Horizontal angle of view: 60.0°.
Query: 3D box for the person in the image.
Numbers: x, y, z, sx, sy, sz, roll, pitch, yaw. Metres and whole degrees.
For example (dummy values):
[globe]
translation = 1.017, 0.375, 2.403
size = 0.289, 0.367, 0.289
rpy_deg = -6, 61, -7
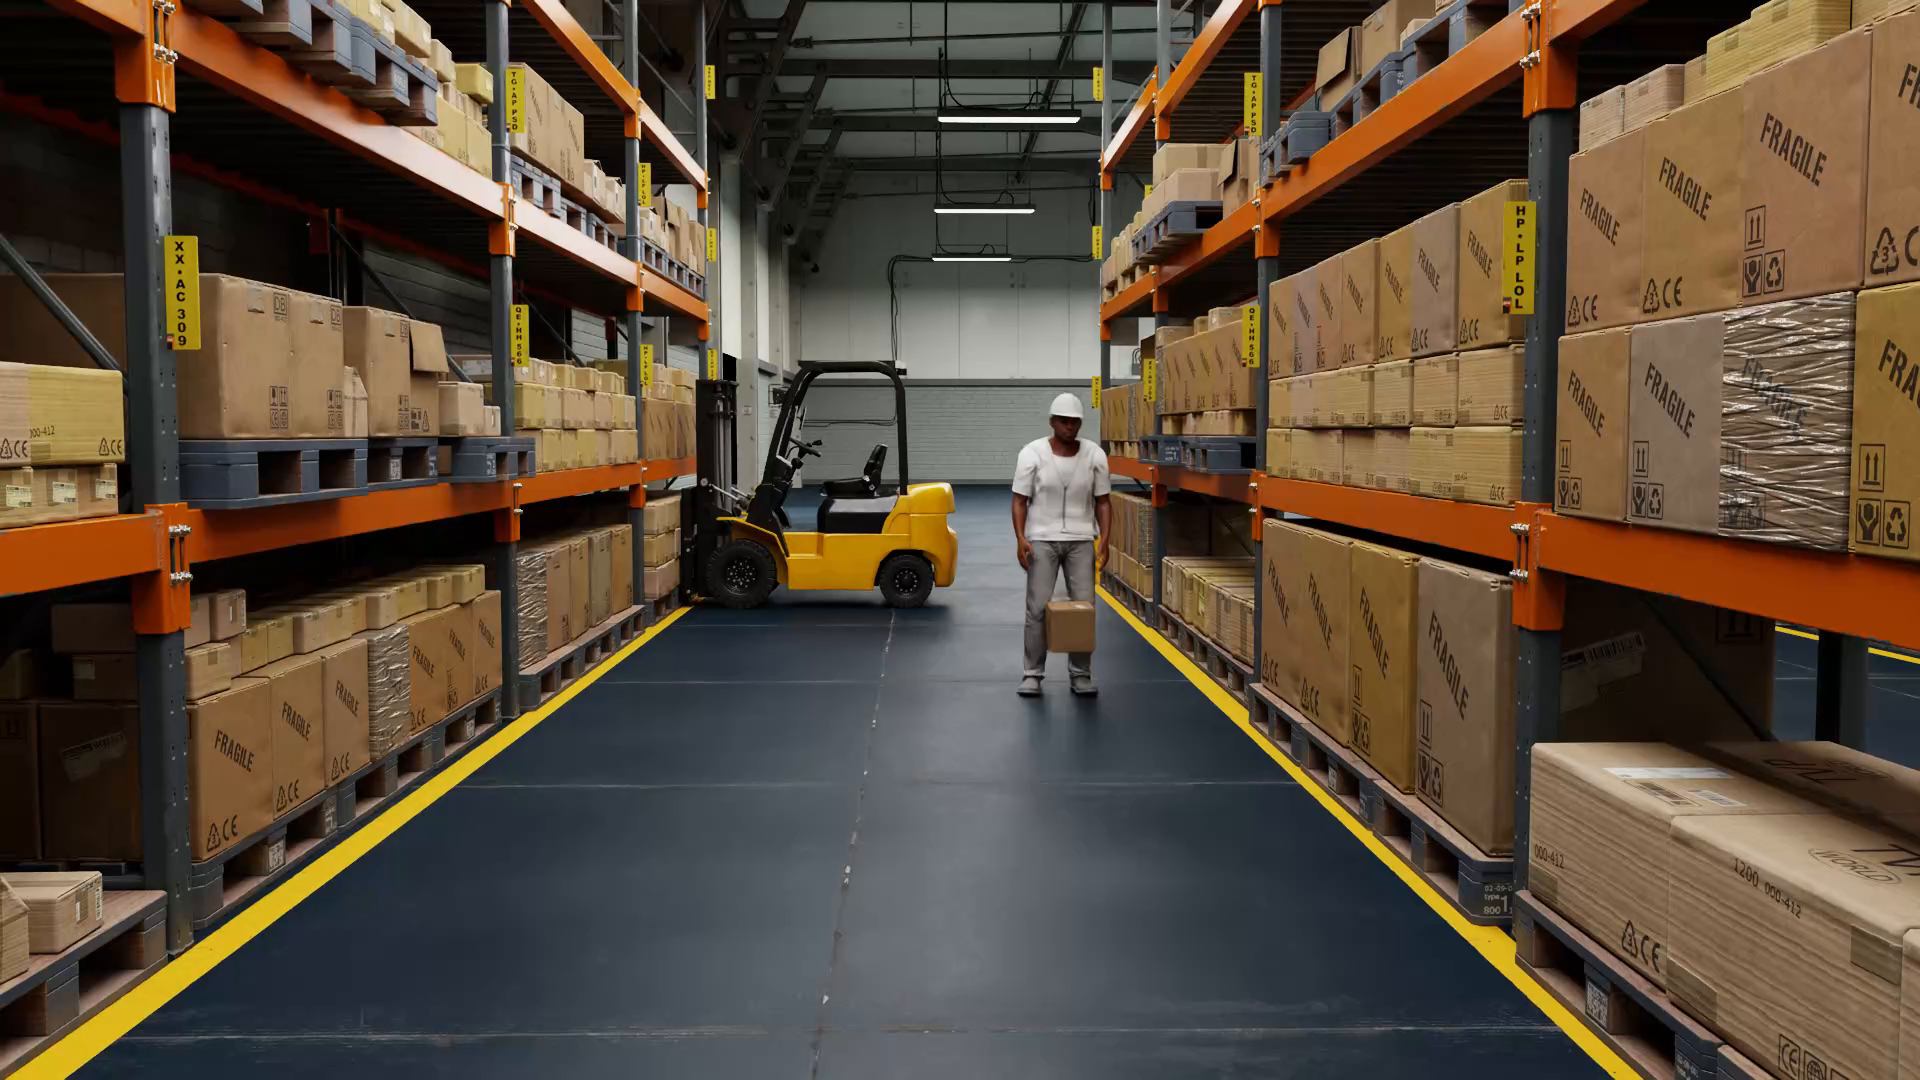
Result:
[person]
translation = 0.601, 0.020, 9.761
size = 0.595, 1.764, 0.435
rpy_deg = 0, 4, -5
